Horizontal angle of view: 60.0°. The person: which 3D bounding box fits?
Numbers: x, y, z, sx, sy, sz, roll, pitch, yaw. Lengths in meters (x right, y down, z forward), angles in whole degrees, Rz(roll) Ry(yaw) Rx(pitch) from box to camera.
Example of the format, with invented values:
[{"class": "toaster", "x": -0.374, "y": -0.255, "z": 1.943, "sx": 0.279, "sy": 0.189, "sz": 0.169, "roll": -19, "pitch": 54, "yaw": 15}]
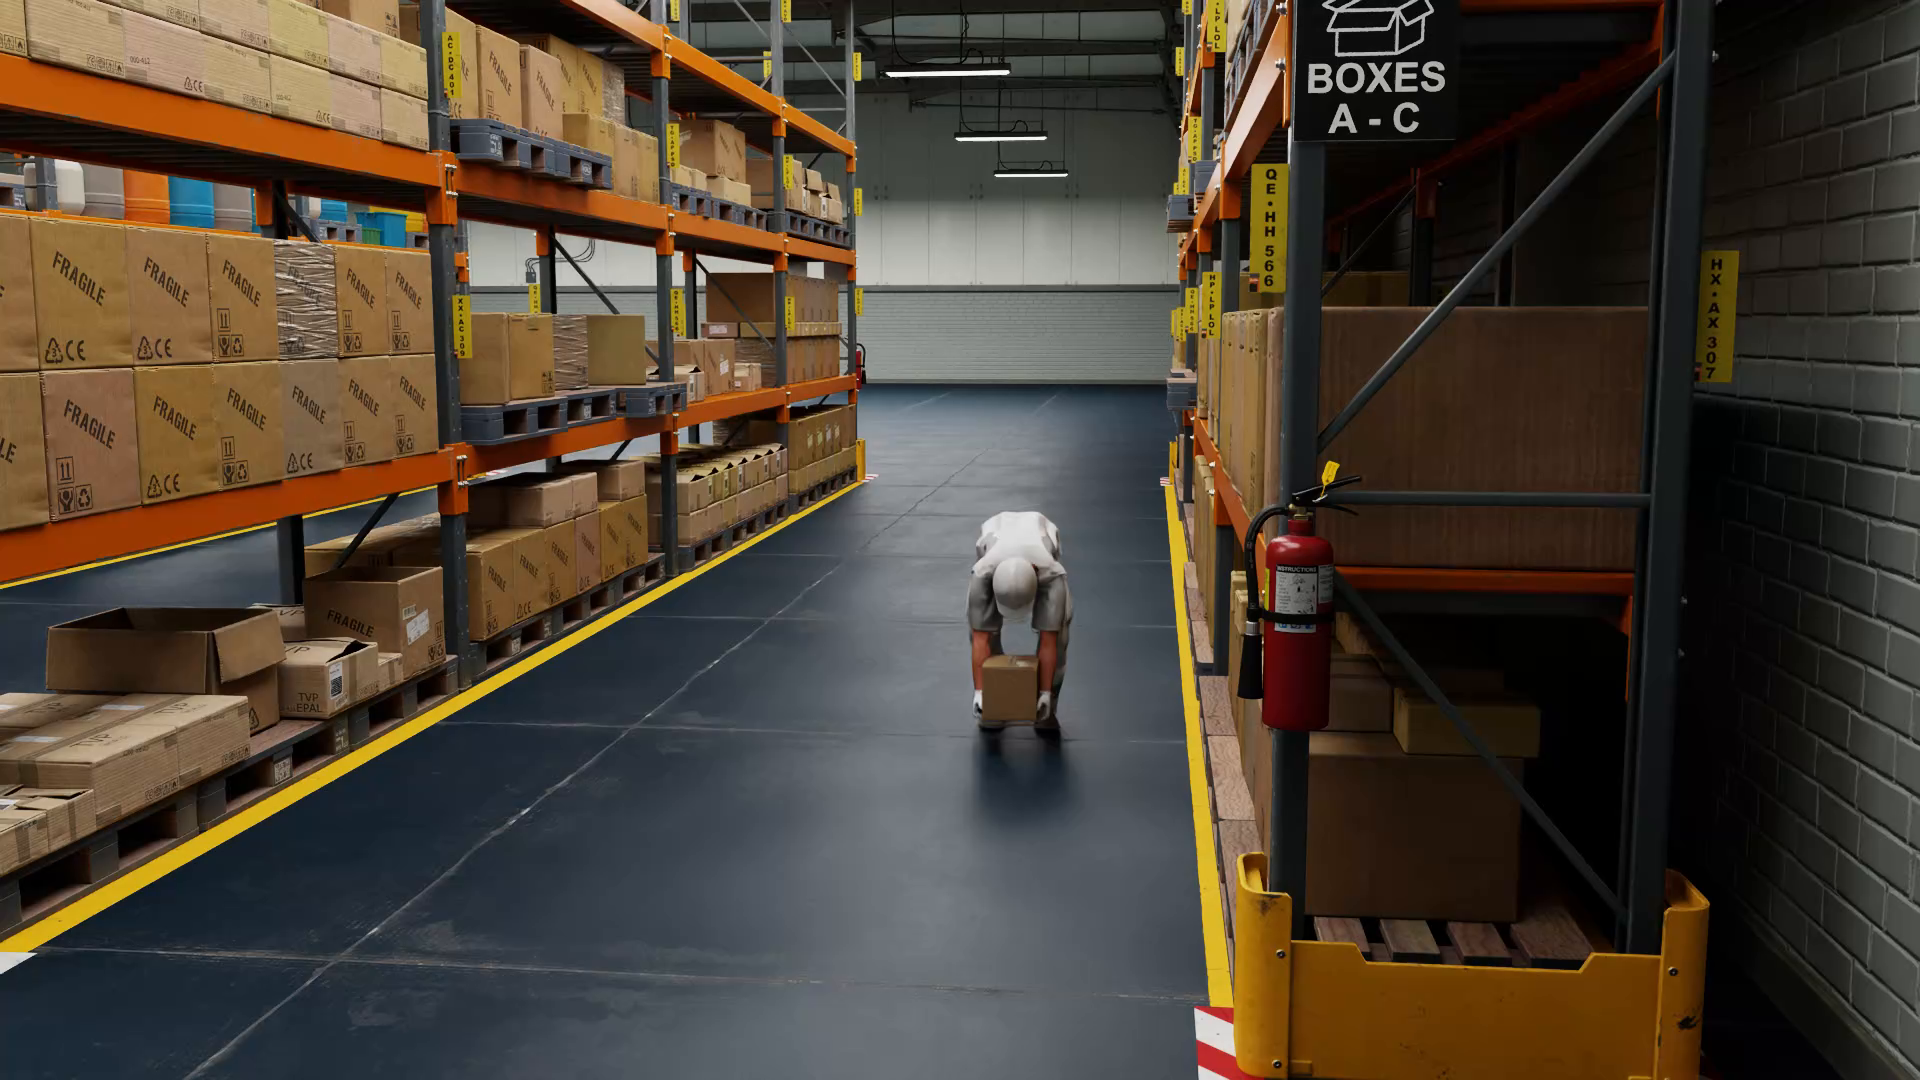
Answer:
[{"class": "person", "x": 0.278, "y": 0.414, "z": 7.862, "sx": 0.520, "sy": 1.048, "sz": 0.960, "roll": 0, "pitch": 8, "yaw": 4}]
